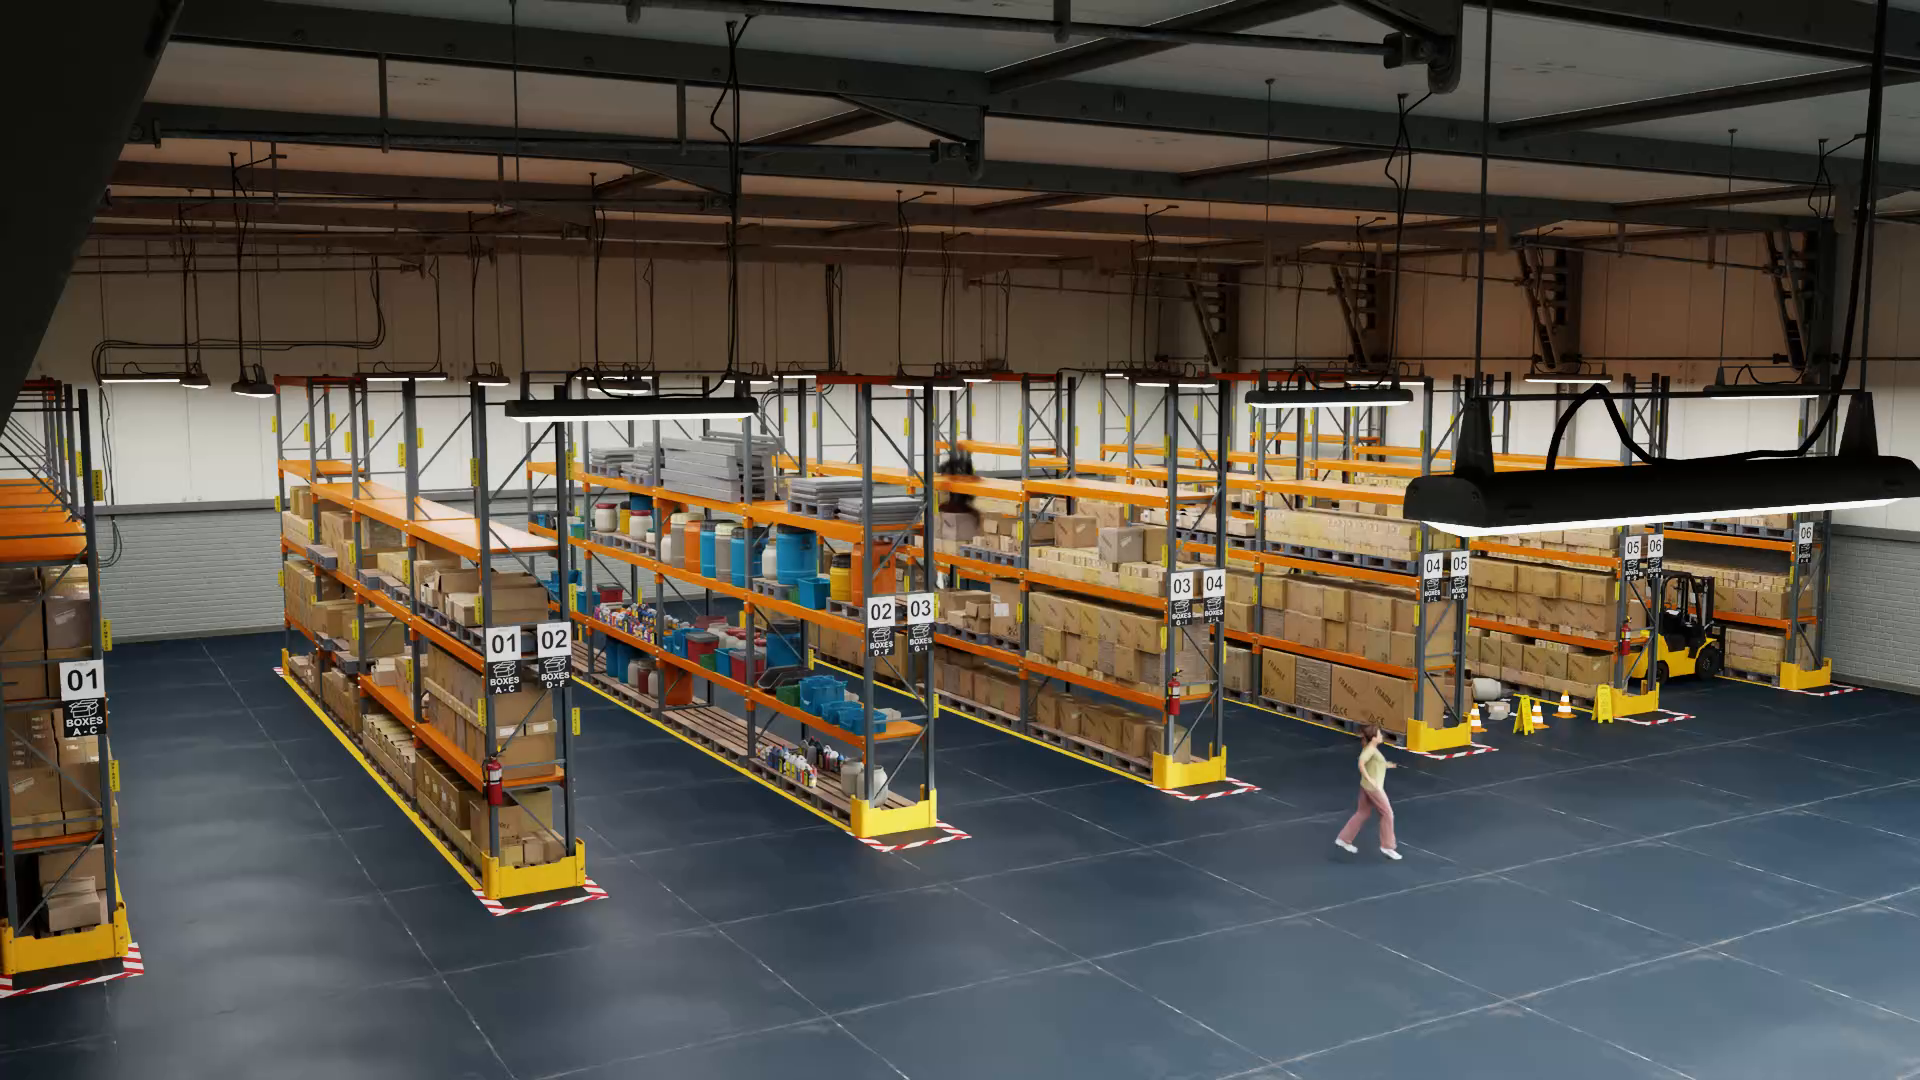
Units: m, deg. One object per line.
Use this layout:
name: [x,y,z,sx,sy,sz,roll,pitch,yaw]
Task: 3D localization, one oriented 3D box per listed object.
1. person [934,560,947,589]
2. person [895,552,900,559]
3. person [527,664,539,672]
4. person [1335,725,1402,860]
person: [-0.608,1.299,38.199,0.686,1.742,0.652,-2,7,-21]
person: [-1.655,1.094,40.234,0.809,1.704,0.590,0,6,-1]
person: [-7.317,2.380,28.693,0.582,1.671,0.672,-5,8,-41]
person: [5.184,3.197,21.070,0.845,1.715,0.566,0,6,-3]
